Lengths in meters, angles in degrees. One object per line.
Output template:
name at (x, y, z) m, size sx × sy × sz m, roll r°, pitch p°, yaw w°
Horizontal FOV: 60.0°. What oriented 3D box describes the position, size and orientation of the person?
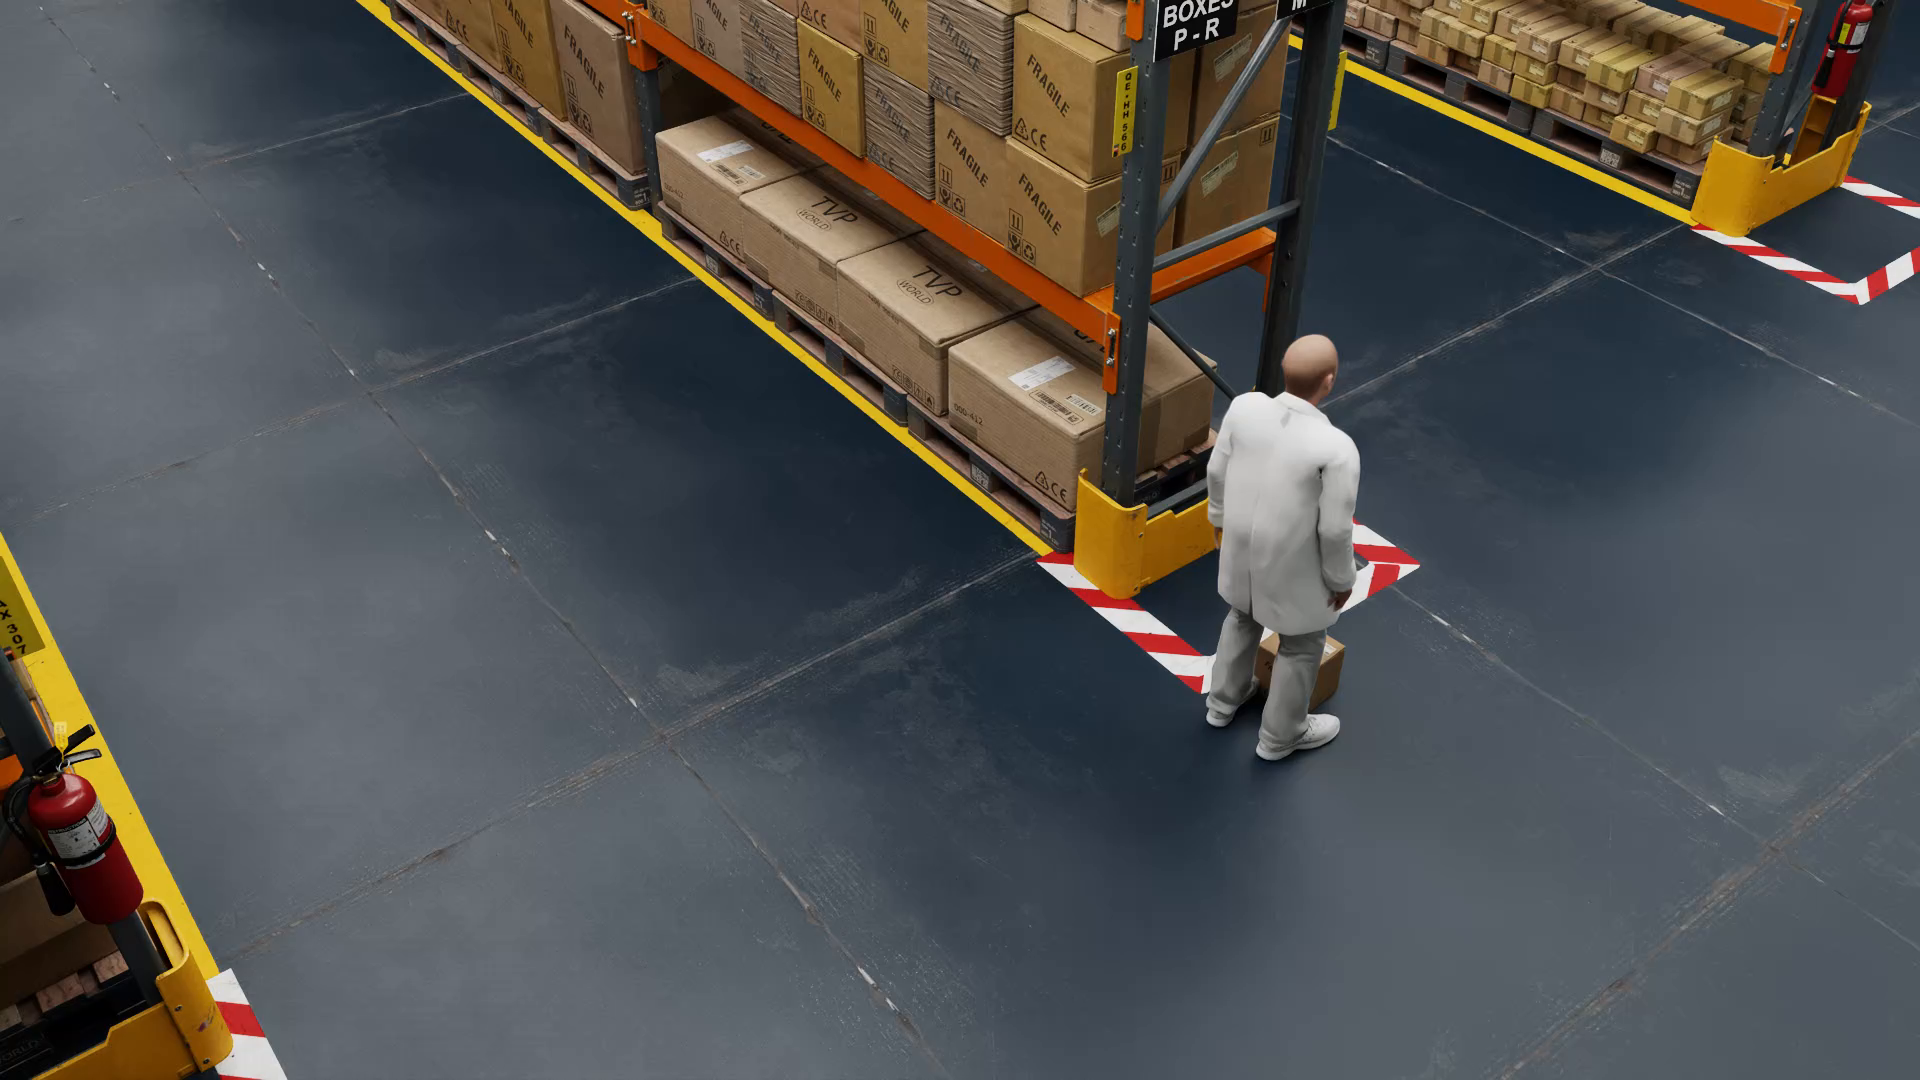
person at (1.178, 0.037, 6.125) m, size 0.429 × 1.772 × 0.644 m, roll -32°, pitch 49°, yaw -32°
